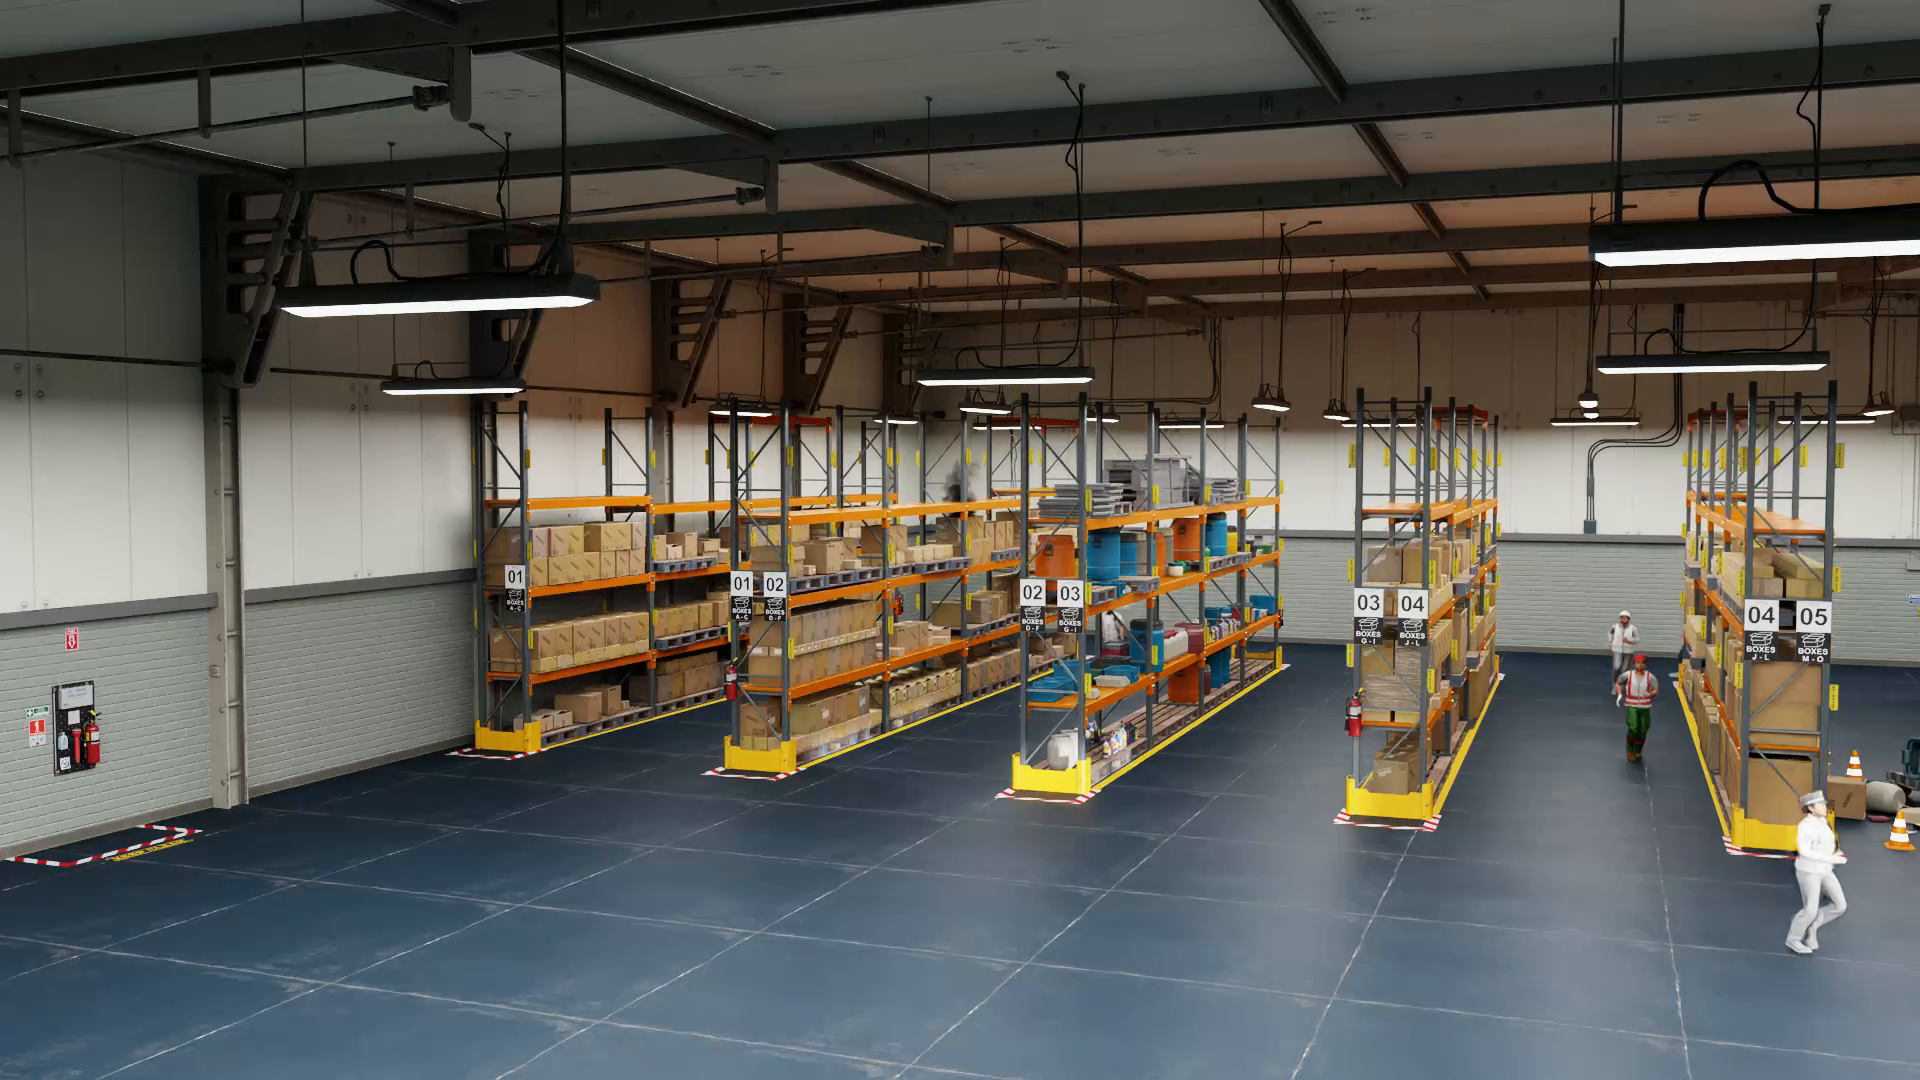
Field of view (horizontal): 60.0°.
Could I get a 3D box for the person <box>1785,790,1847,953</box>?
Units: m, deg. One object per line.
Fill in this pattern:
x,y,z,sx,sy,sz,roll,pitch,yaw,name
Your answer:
8.626,3.339,16.702,0.635,1.675,0.610,-2,3,-35,person

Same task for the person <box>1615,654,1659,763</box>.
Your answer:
11.160,2.774,27.371,0.640,1.785,0.700,1,3,12,person

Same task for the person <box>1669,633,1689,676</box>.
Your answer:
16.492,2.367,37.718,0.865,1.540,0.587,2,4,41,person

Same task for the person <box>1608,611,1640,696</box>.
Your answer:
14.122,2.410,35.381,0.639,1.818,0.702,1,3,20,person

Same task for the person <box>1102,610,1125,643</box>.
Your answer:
3.460,2.262,38.501,0.648,1.729,0.661,1,3,14,person
